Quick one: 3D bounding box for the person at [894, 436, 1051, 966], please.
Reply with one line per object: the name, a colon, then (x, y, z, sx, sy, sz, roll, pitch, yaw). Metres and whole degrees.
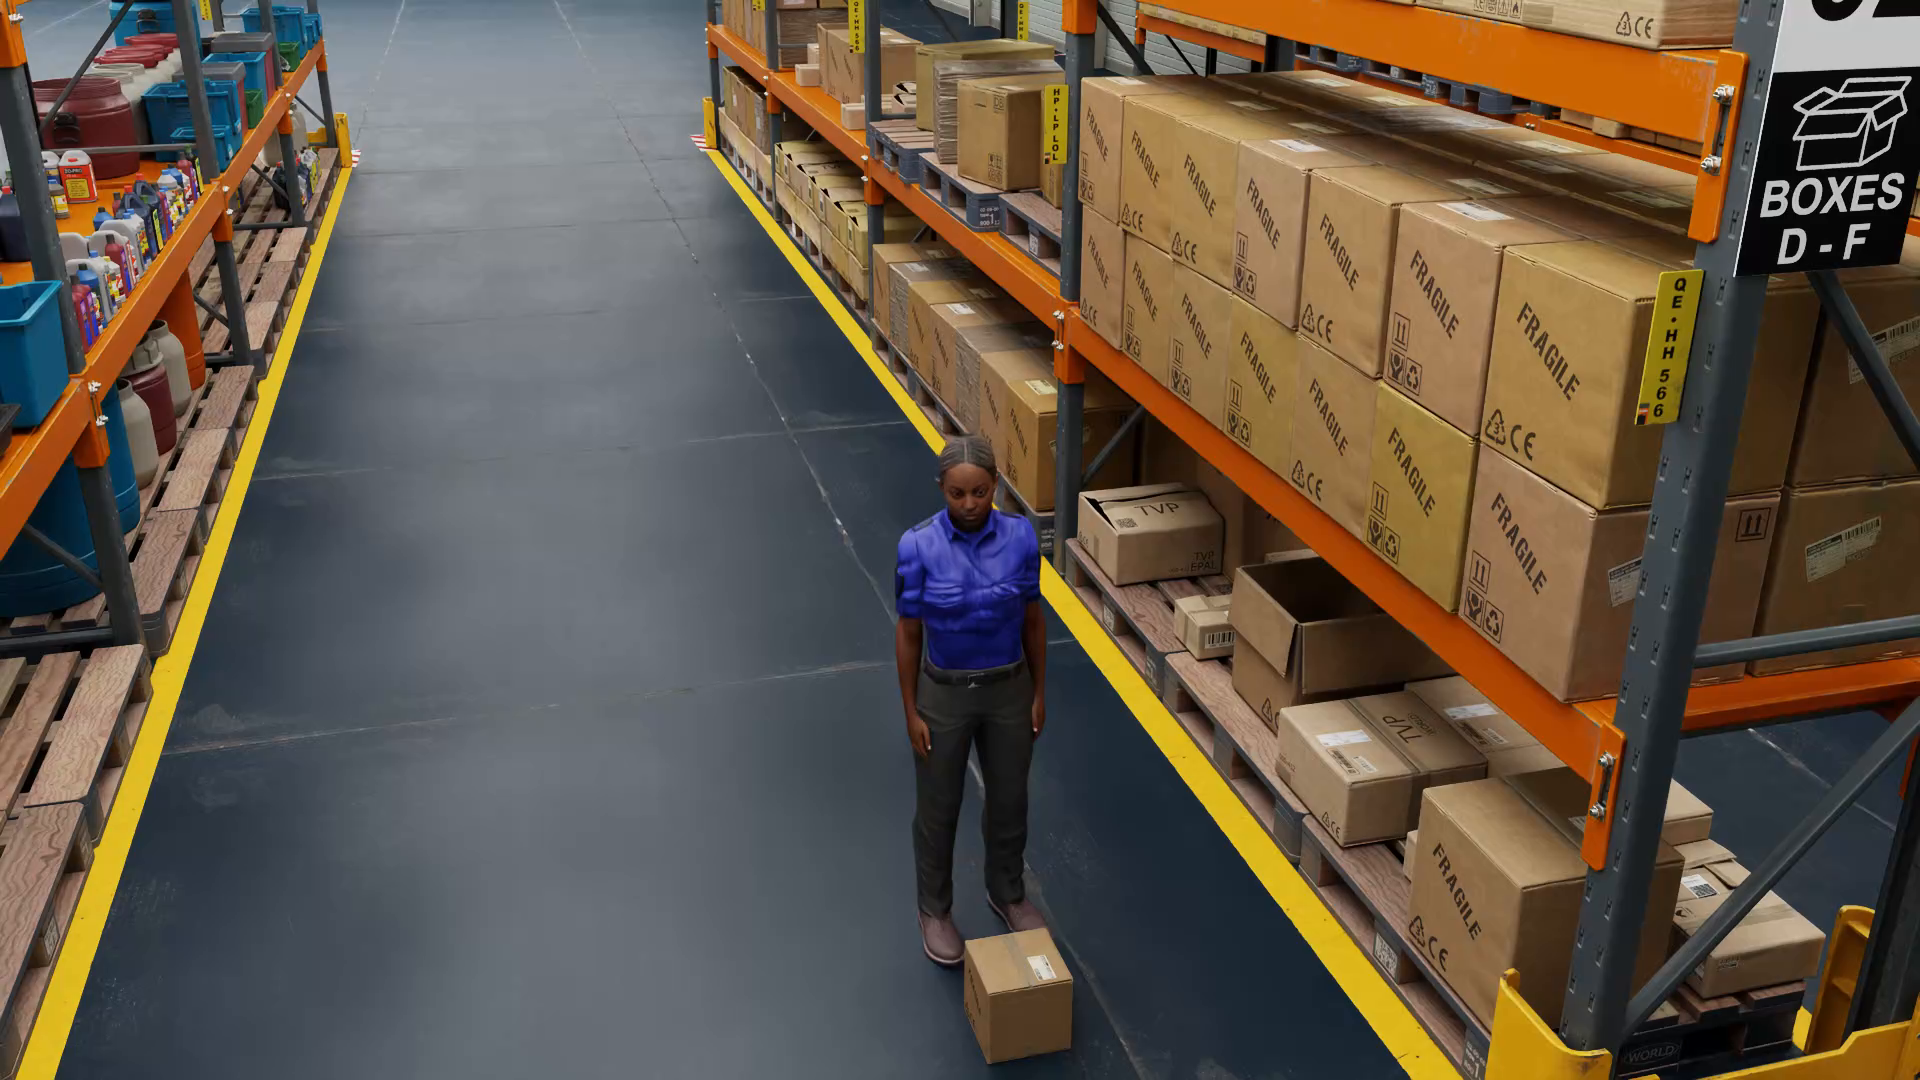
person: (0.045, 0.489, 4.962, 0.468, 1.679, 0.318, -6, 24, -13)
